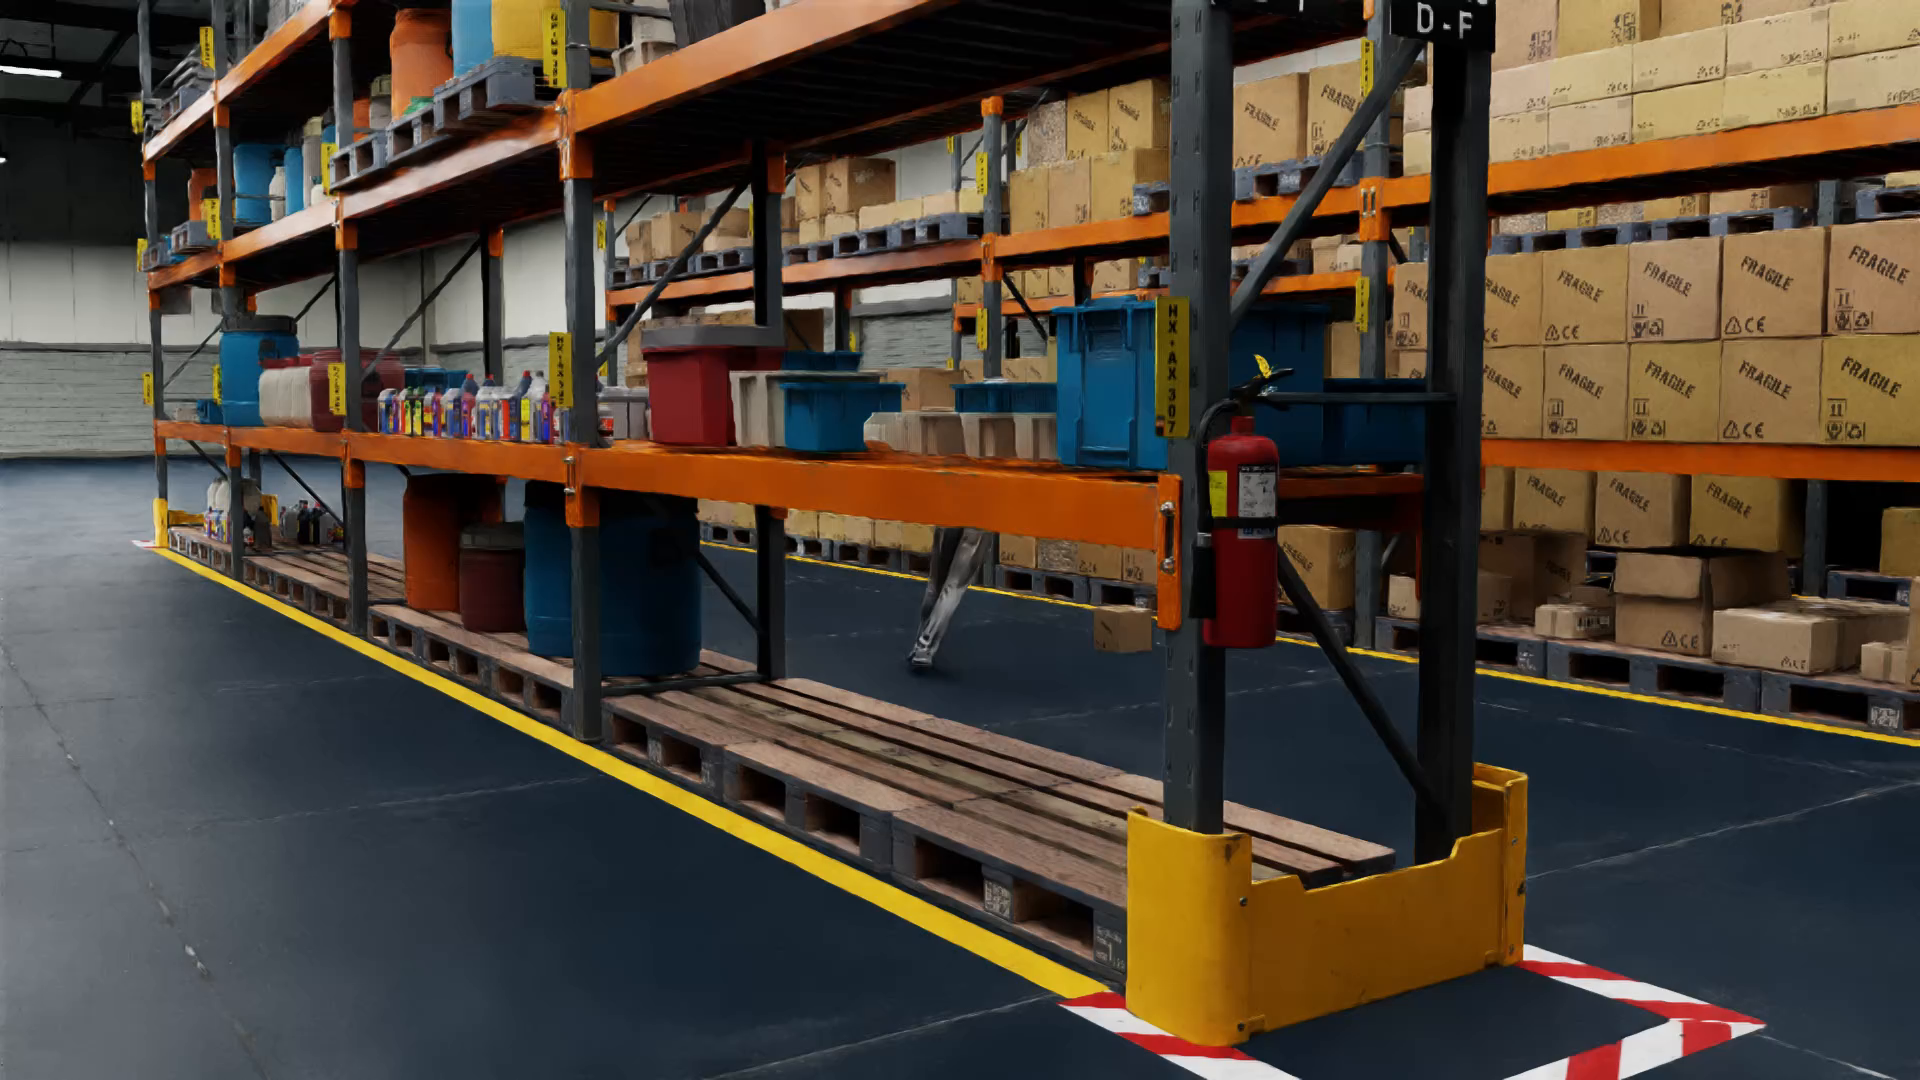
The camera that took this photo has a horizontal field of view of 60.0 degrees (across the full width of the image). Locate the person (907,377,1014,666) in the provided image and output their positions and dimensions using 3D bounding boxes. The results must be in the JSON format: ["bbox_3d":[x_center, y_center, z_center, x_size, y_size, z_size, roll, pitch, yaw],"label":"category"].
[{"bbox_3d":[0.018,-0.068,9.302,0.747,1.678,0.649,1,5,10],"label":"person"}]
